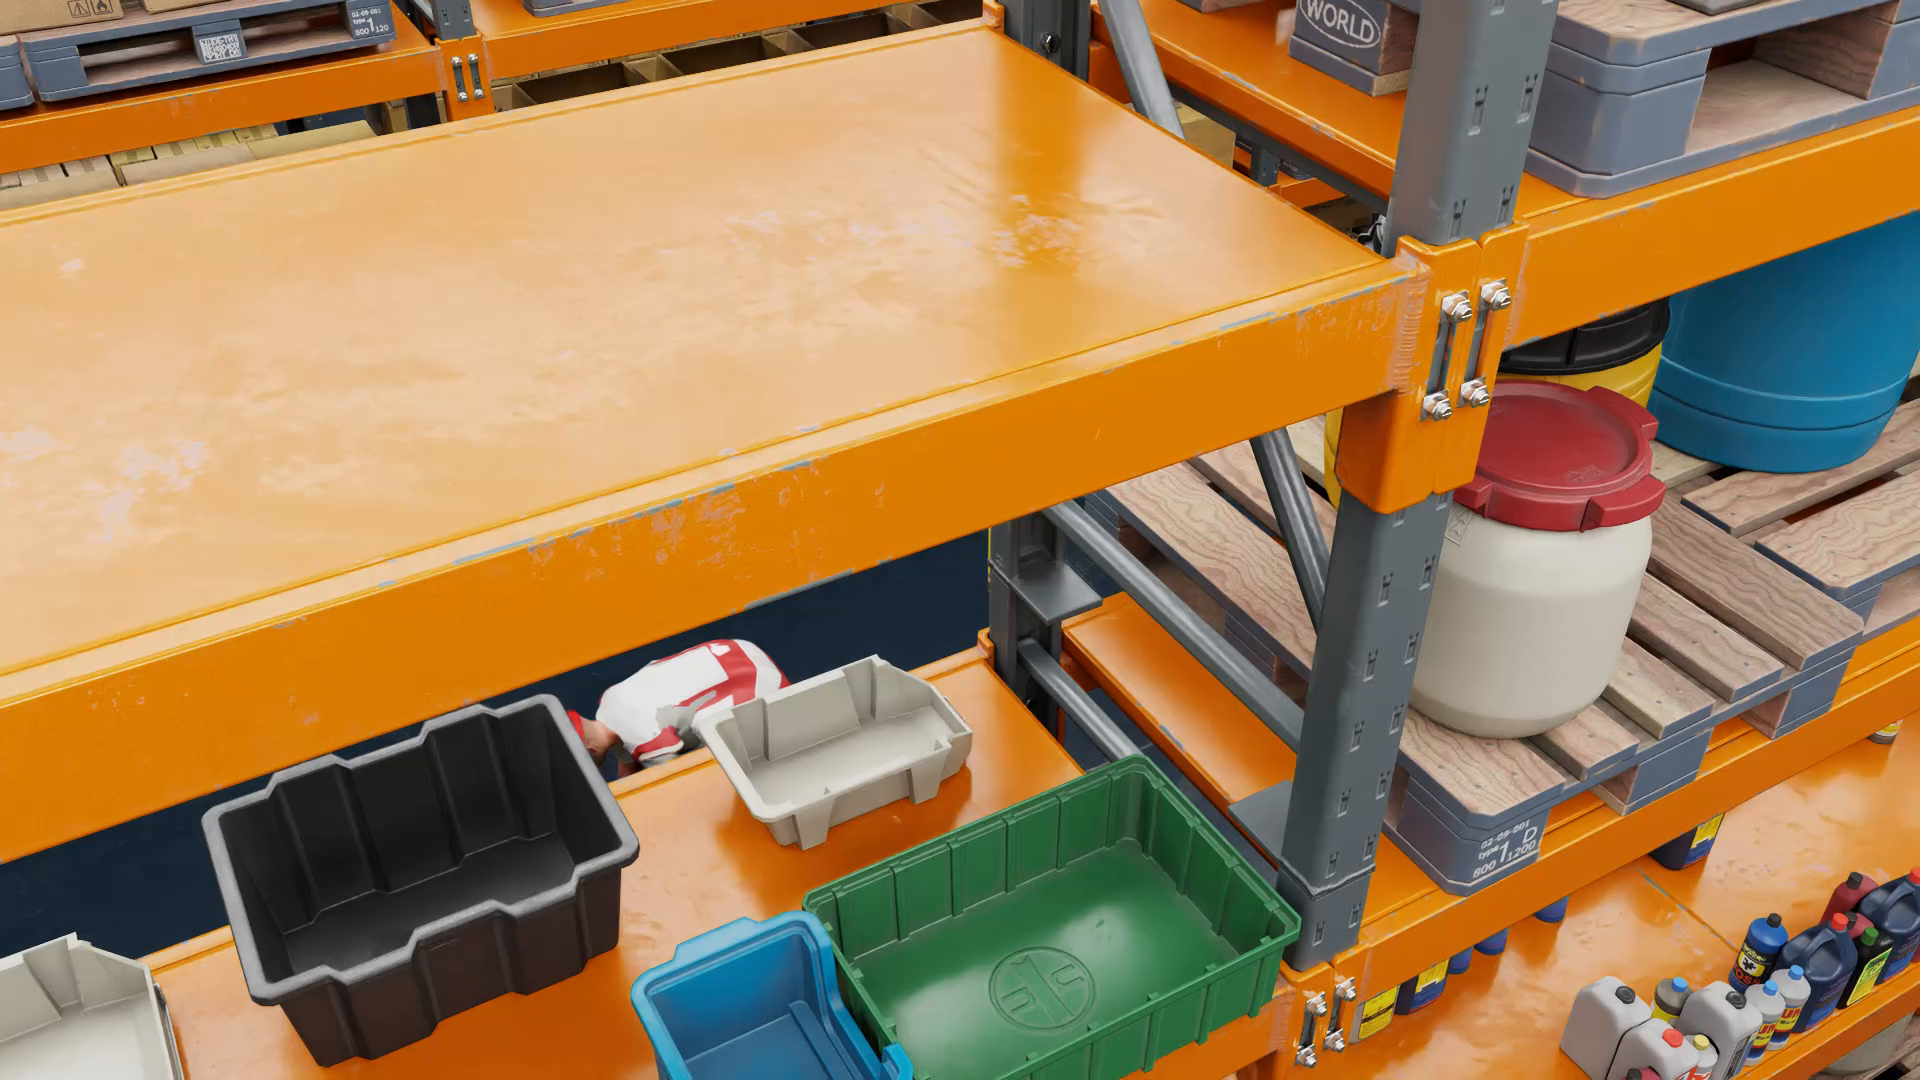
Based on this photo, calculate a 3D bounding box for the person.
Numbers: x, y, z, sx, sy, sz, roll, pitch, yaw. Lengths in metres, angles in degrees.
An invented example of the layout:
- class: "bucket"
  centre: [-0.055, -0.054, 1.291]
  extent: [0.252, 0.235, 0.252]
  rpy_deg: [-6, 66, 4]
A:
- class: "person"
  centre: [-1.067, 0.939, 6.190]
  extent: [0.962, 1.128, 0.485]
  rpy_deg: [-20, 41, -25]
